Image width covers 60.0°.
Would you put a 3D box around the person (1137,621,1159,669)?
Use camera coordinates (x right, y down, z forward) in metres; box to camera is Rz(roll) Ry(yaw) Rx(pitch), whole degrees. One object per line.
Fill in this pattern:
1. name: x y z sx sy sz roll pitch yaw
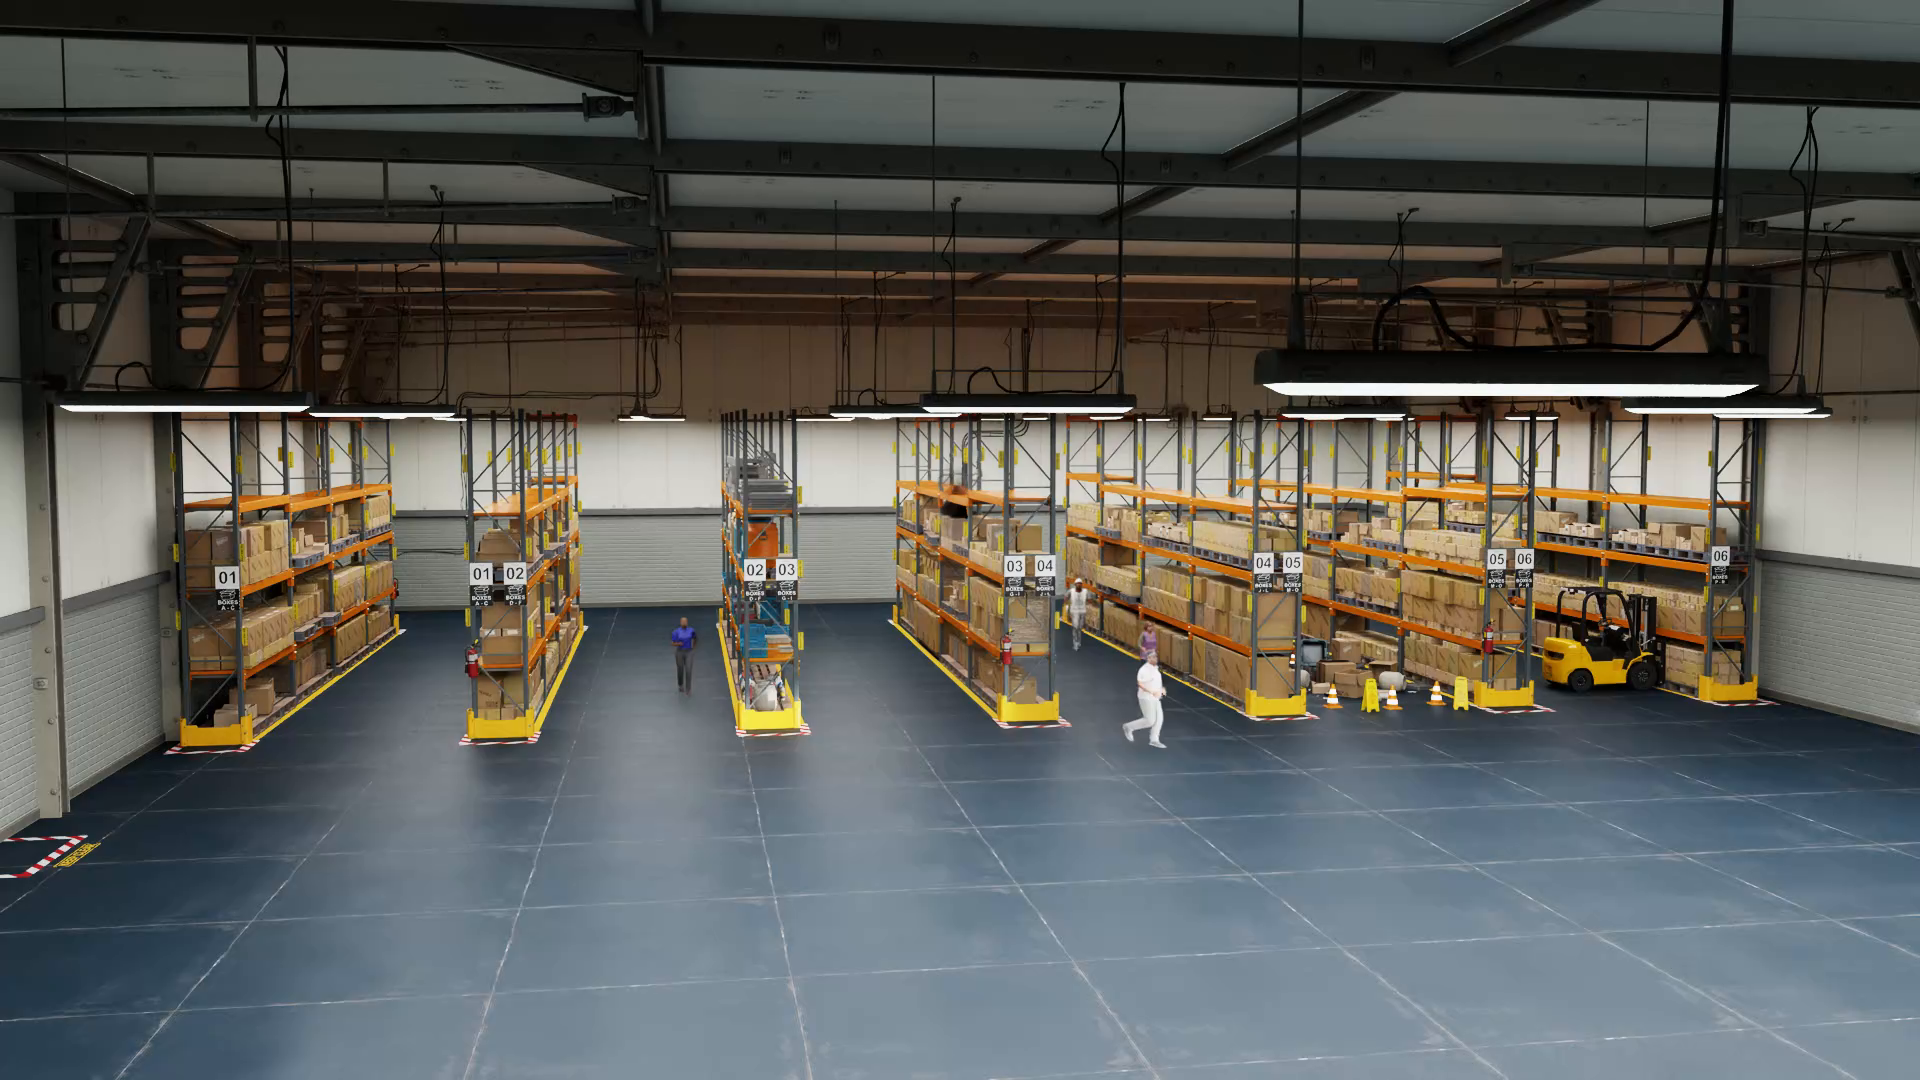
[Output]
1. person: 3.980 2.487 35.015 0.541 1.568 0.604 -1 4 -18

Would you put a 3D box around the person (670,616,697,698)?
1. person: -5.791 2.433 34.943 0.581 1.659 0.876 -1 4 -15

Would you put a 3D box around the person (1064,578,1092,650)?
1. person: 3.029 1.886 42.385 0.664 1.838 0.784 -1 4 -10

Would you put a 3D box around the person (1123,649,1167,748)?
1. person: 3.334 2.798 29.548 0.739 1.776 0.667 2 5 28
